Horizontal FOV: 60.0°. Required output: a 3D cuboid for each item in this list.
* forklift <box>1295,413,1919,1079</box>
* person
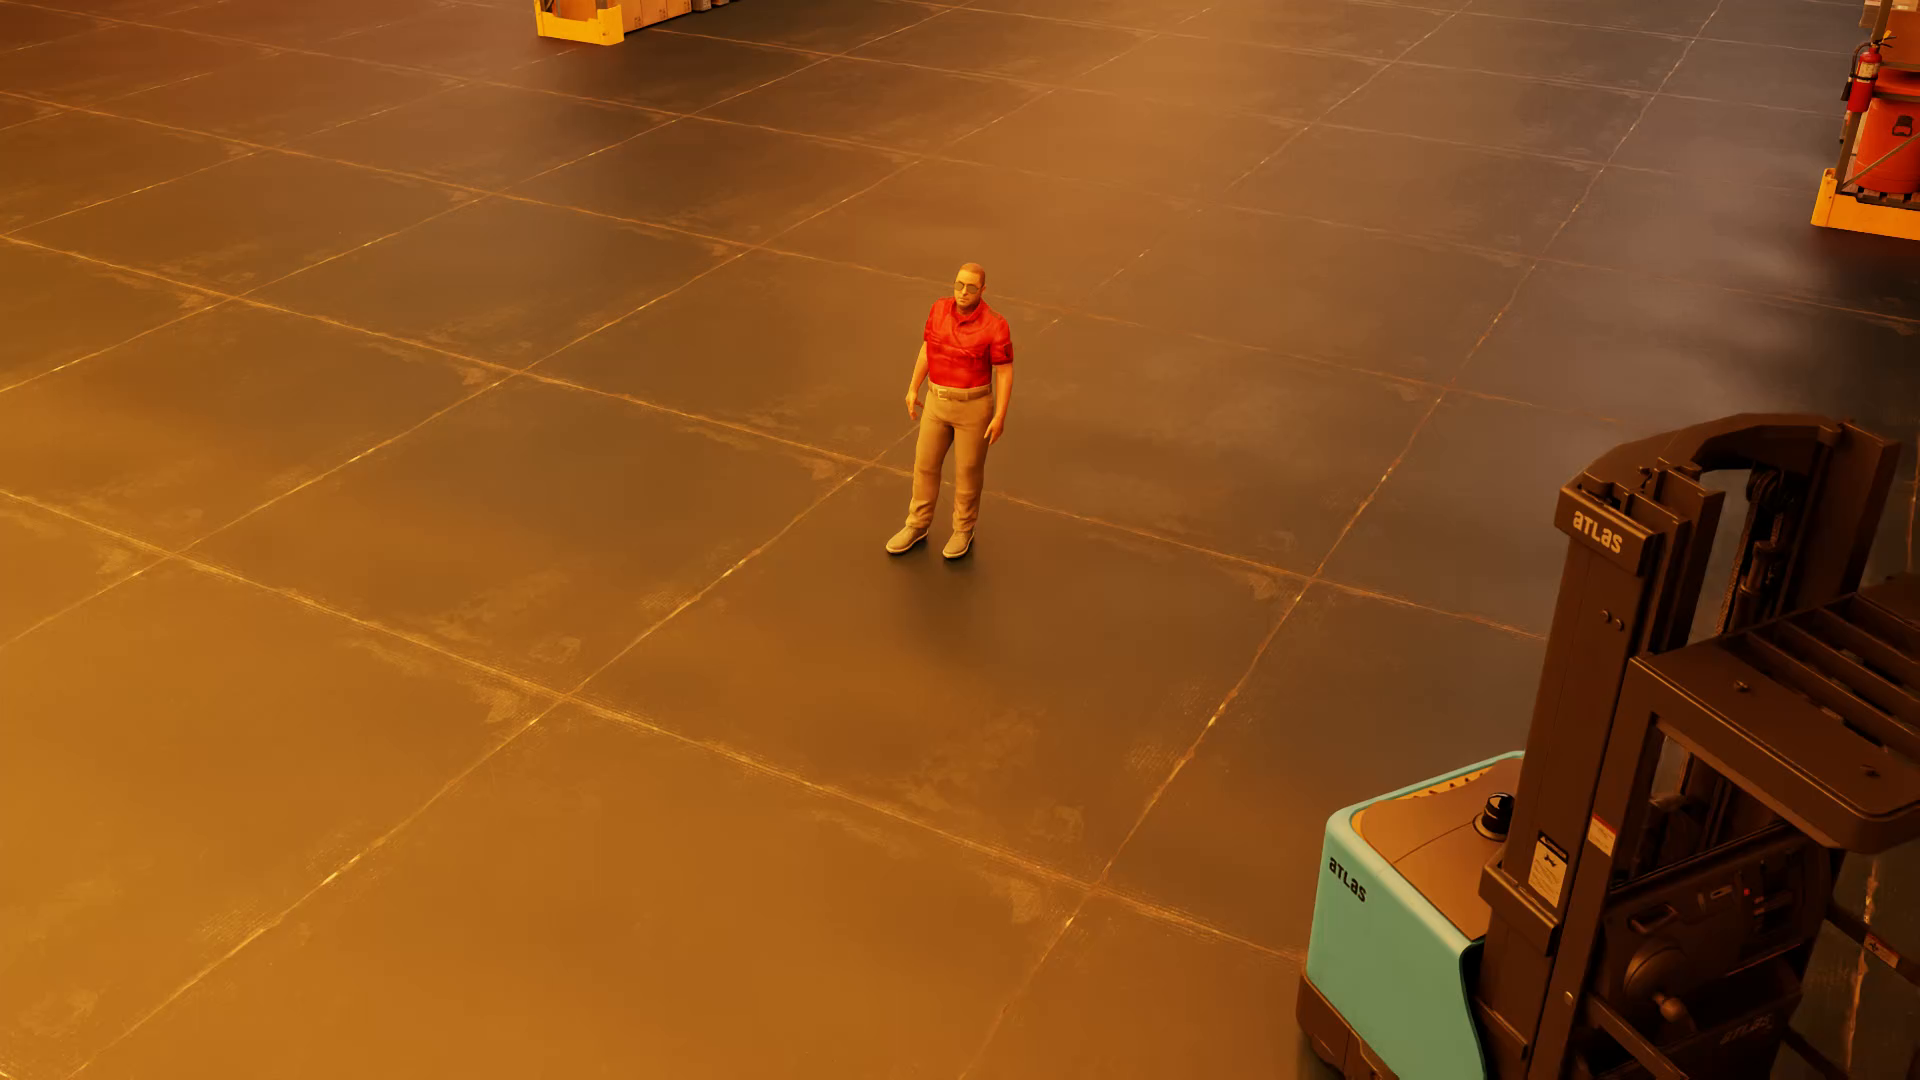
[{"bbox_3d":[2.421,1.227,4.945,1.130,2.935,3.031,-13,33,-22],"label":"forklift"},{"bbox_3d":[-0.054,-0.719,9.503,0.641,1.728,0.550,15,33,25],"label":"person"}]
